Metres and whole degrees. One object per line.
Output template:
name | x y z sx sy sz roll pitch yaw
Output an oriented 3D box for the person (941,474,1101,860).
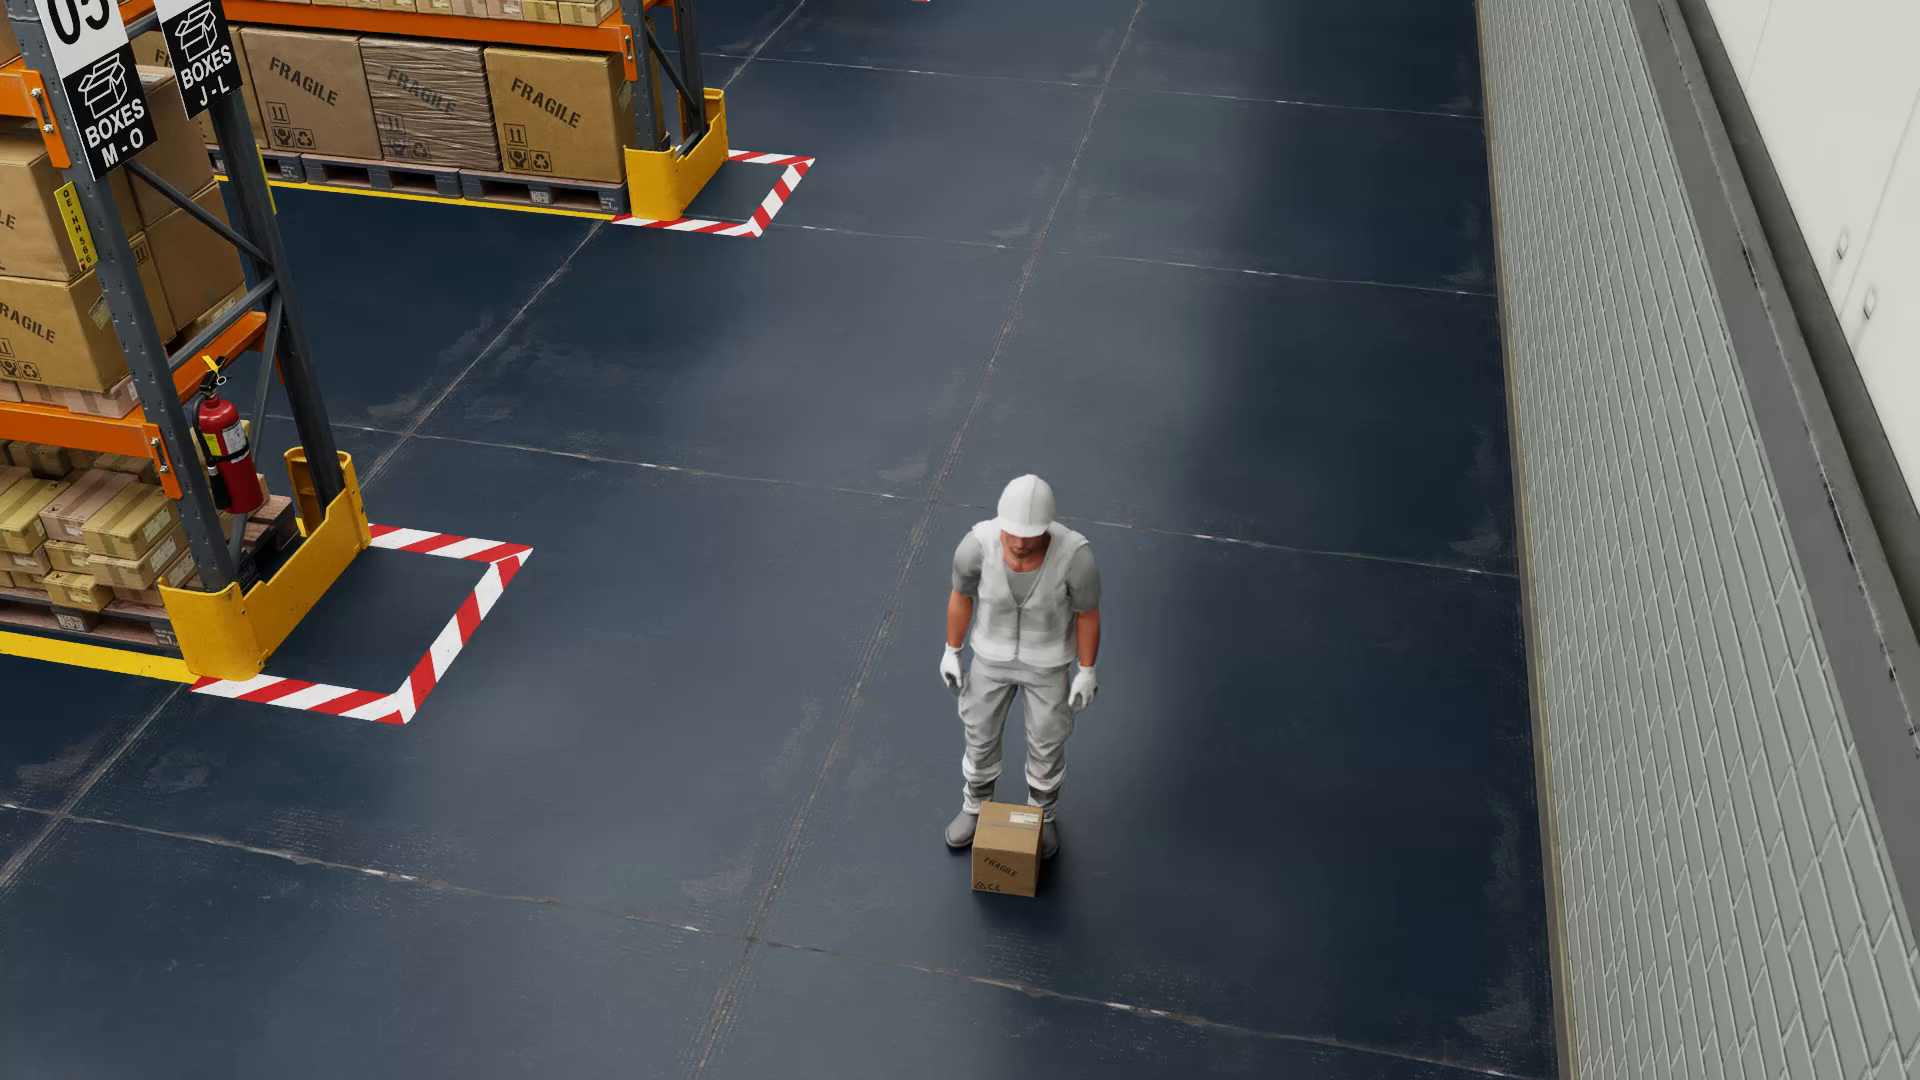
person | 0.226 0.475 6.305 0.607 1.779 0.452 7 37 10
